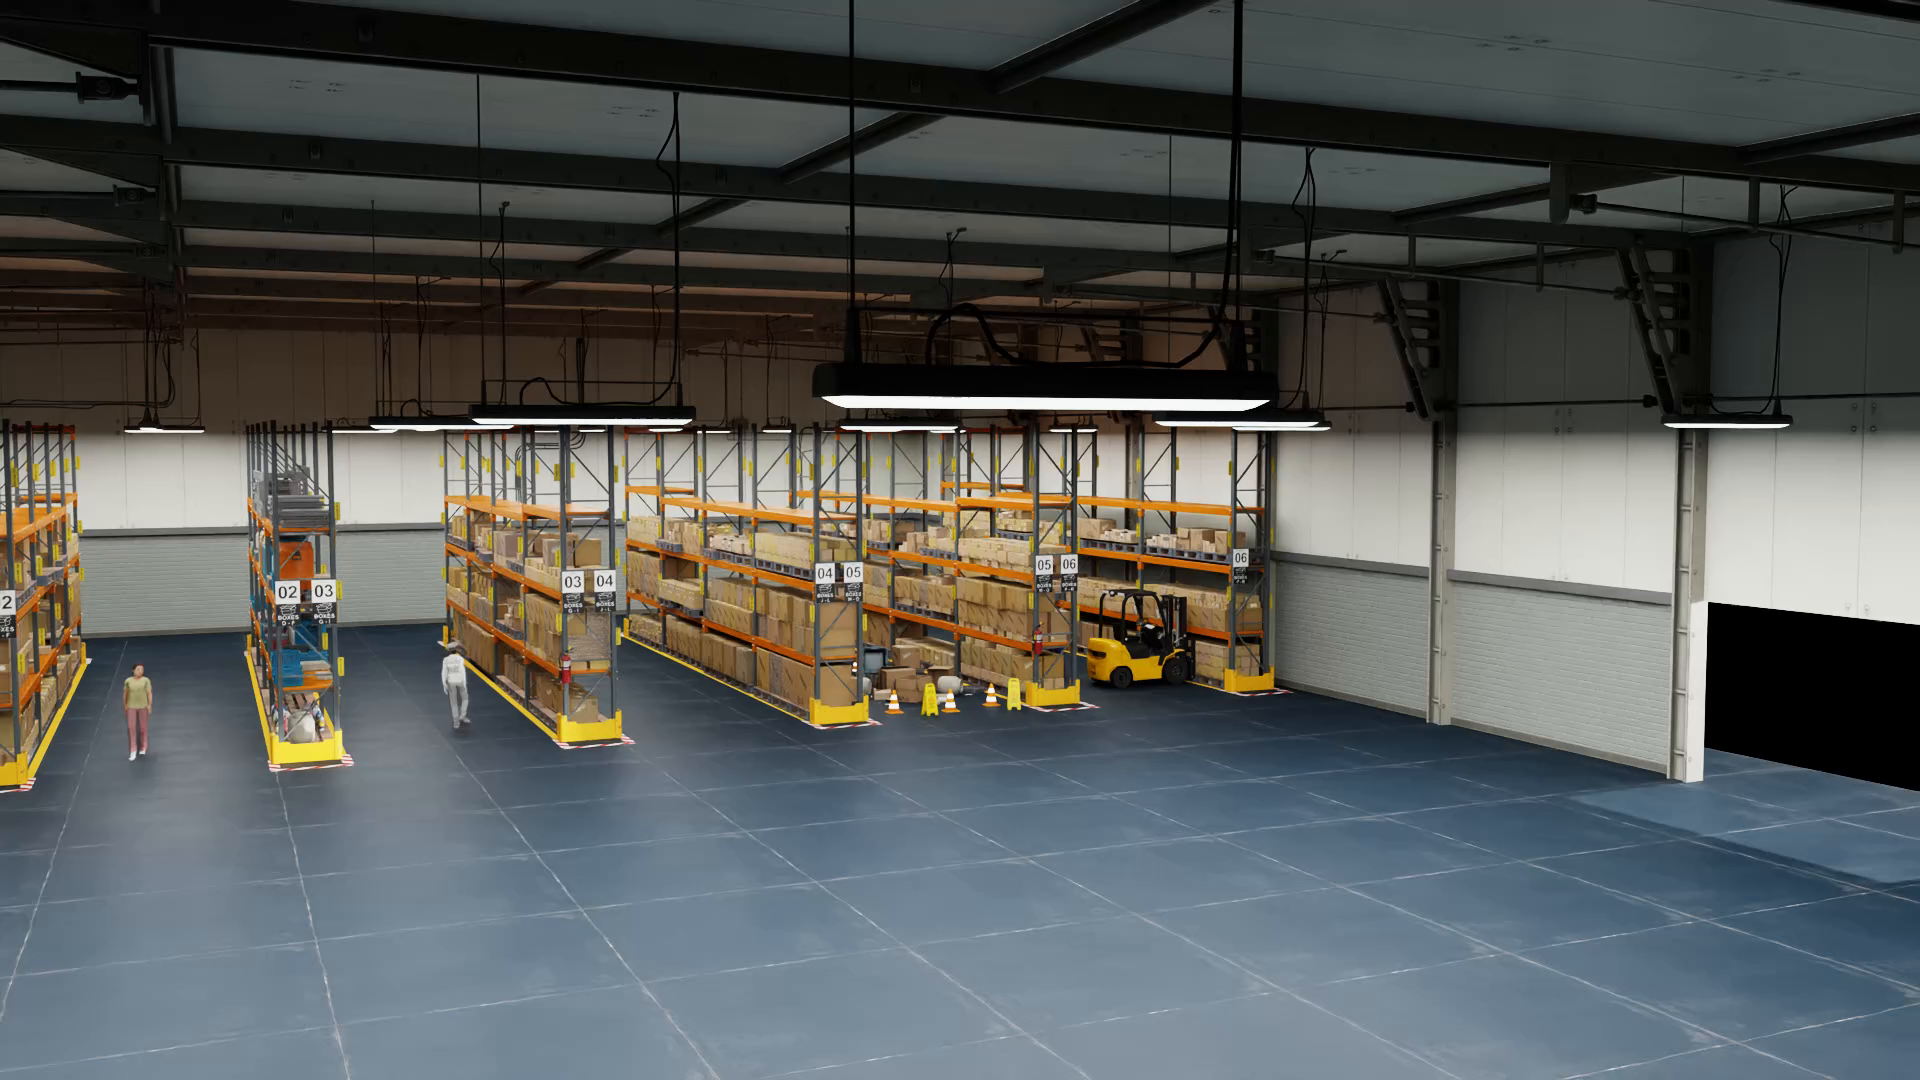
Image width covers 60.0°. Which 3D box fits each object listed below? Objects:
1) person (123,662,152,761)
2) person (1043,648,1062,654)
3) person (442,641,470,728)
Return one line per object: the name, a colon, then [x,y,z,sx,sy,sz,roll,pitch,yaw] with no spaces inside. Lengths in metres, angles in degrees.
person: [-14.662,3.046,29.673,0.468,1.692,0.676,-2,4,-28]
person: [2.230,2.457,40.025,0.574,1.546,0.720,-2,4,-23]
person: [-9.890,2.841,32.621,0.526,1.672,0.489,-1,4,-15]
